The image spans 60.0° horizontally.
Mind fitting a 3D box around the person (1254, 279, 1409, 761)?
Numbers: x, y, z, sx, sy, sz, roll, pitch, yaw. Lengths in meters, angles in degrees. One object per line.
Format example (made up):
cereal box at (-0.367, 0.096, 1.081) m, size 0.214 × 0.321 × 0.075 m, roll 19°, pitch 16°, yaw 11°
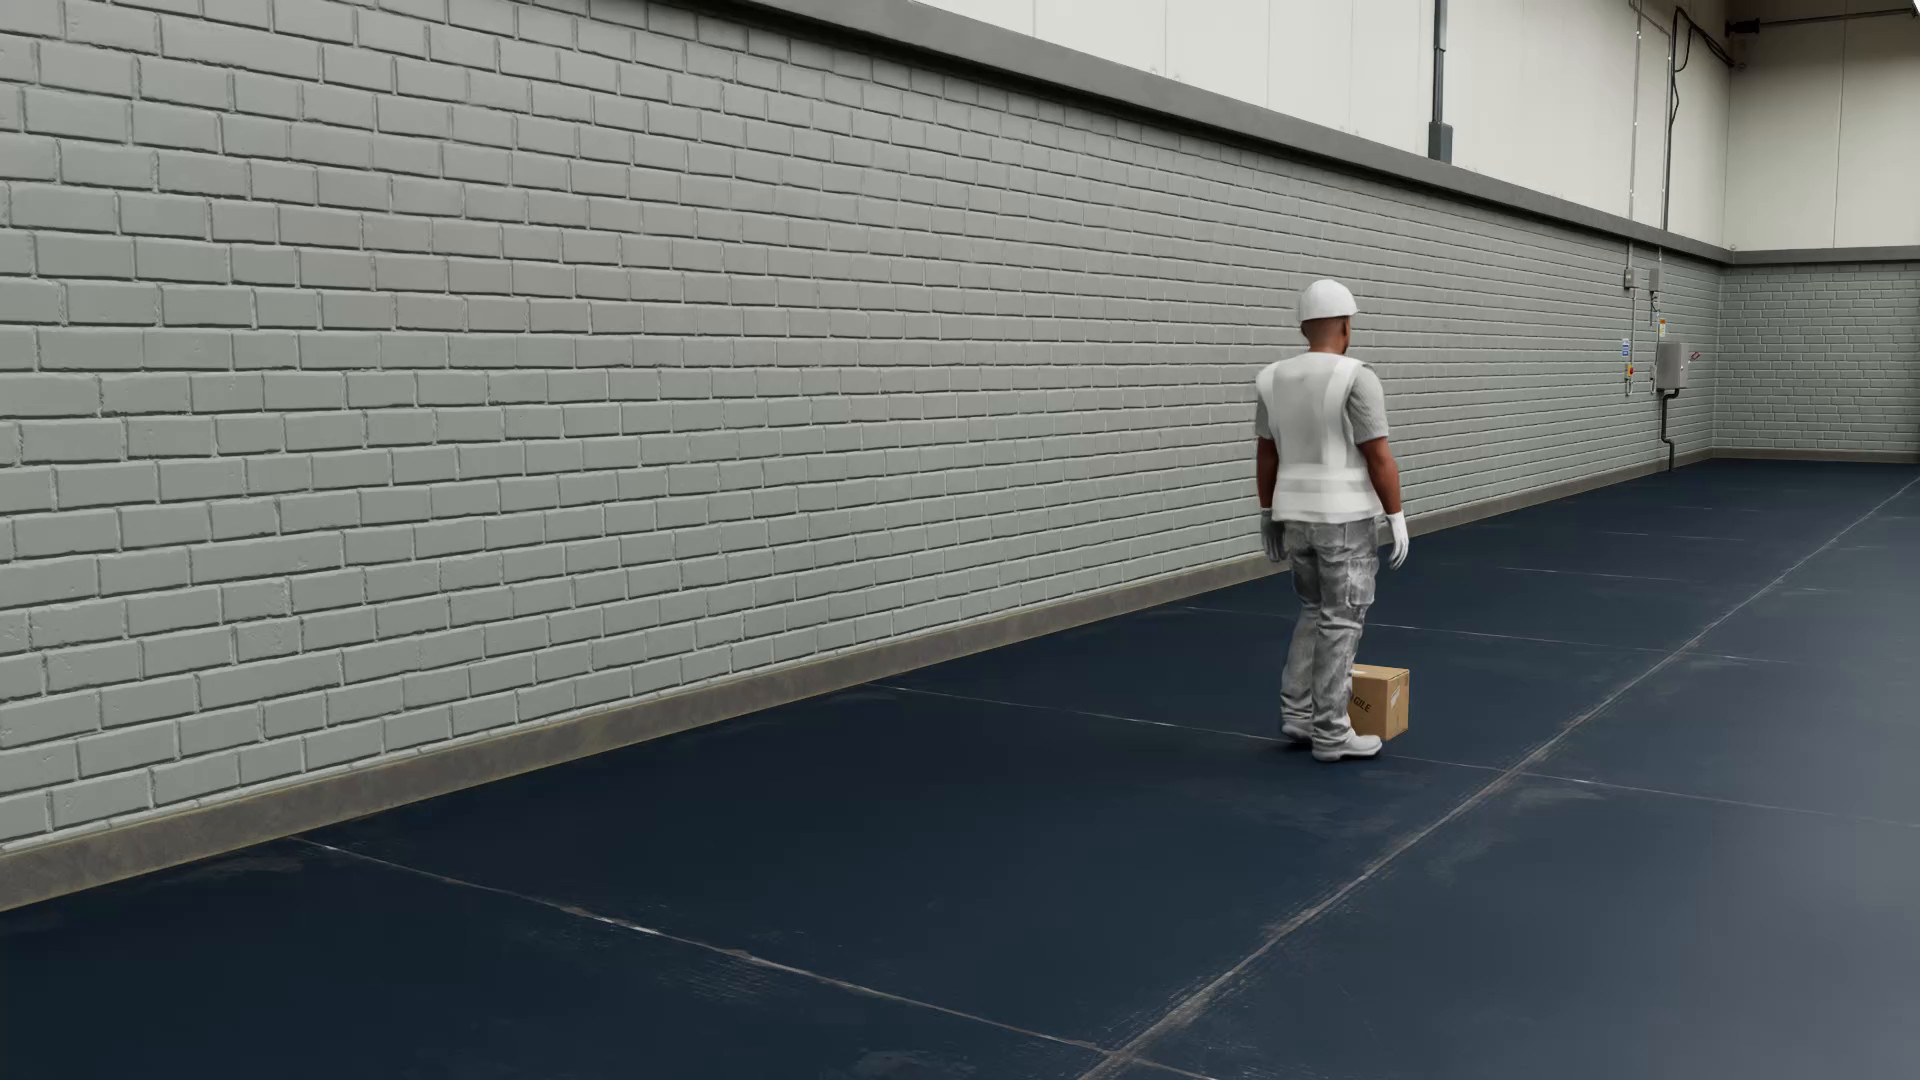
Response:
person at (1.403, -0.055, 6.228) m, size 0.426 × 1.823 × 0.592 m, roll -5°, pitch 8°, yaw -36°
